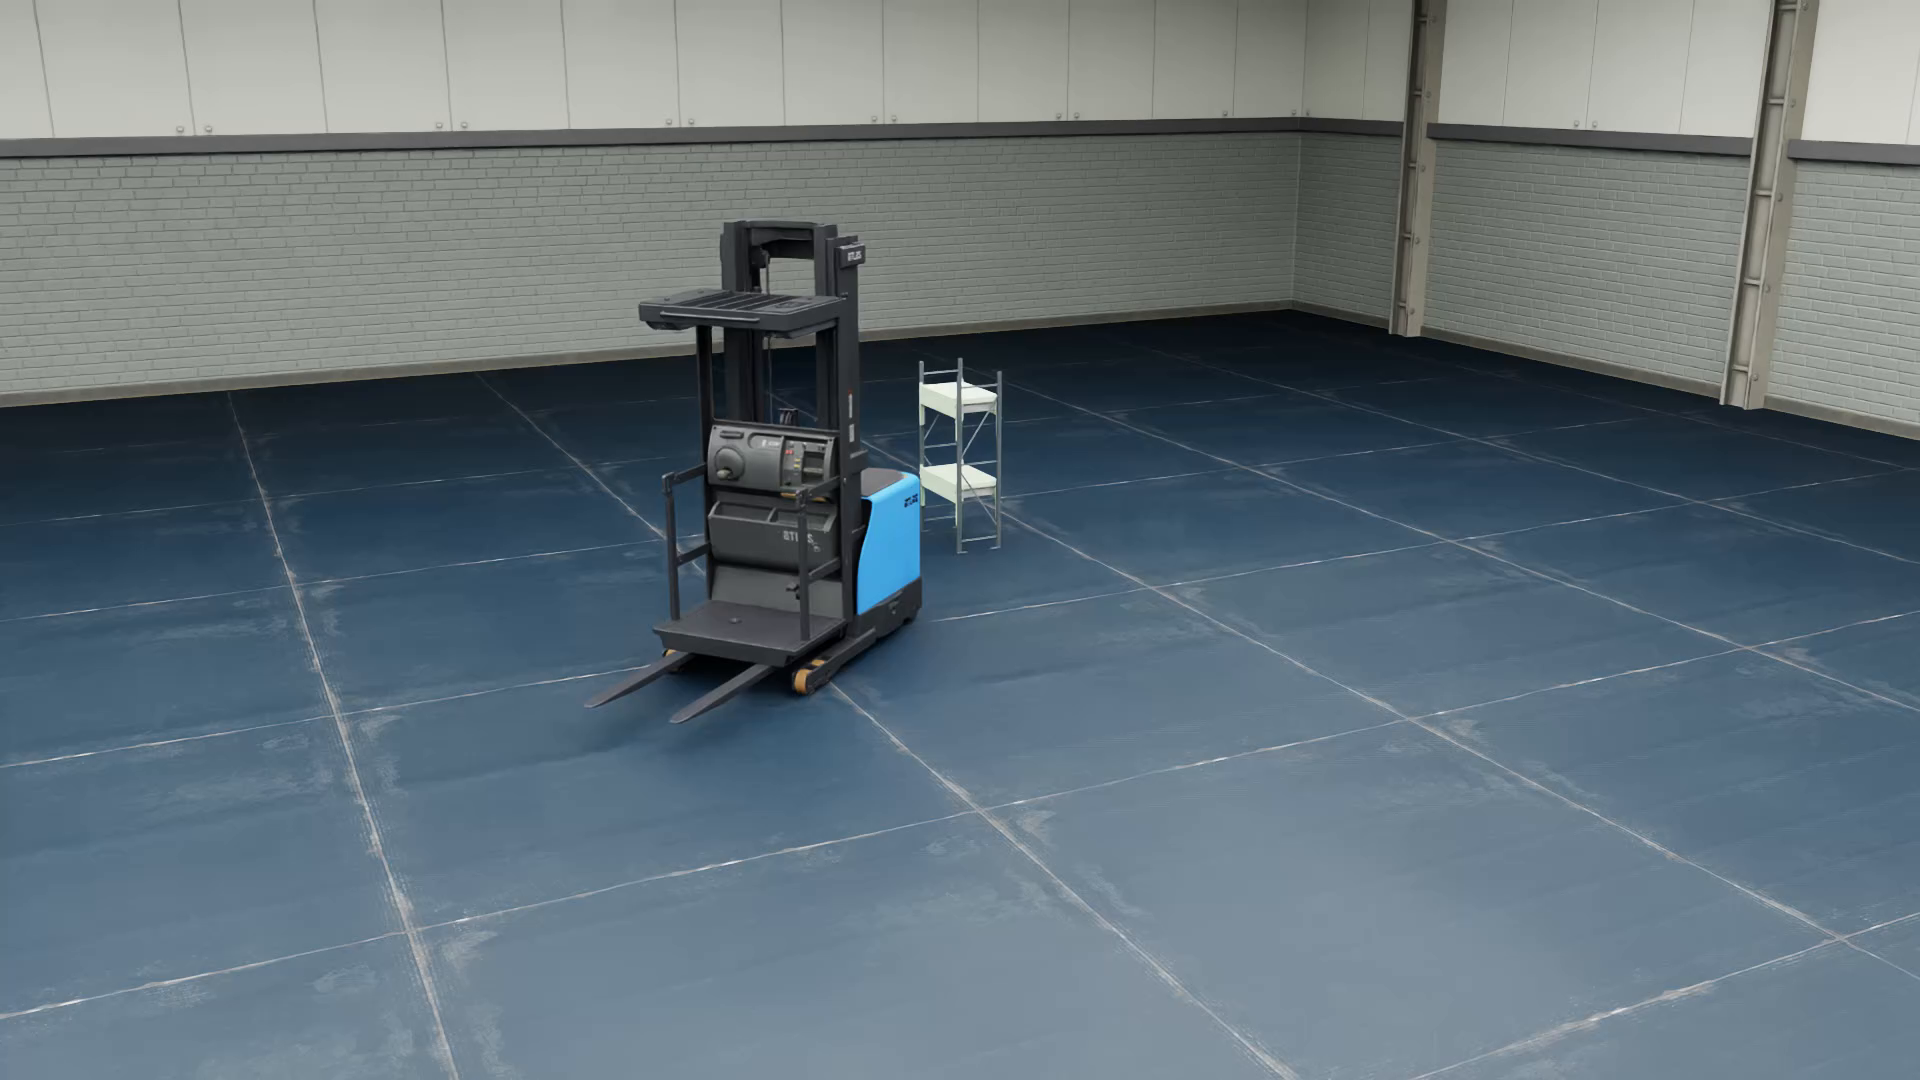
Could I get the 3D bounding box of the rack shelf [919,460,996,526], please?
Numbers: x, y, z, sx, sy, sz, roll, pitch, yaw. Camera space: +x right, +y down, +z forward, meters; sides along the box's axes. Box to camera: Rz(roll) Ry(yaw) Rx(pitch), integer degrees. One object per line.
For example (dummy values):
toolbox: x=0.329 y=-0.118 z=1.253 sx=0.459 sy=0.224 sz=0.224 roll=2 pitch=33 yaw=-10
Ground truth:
rack shelf: x=-0.003 y=-0.409 z=14.139 sx=0.431 sy=0.370 sz=0.720 roll=-8 pitch=18 yaw=-25

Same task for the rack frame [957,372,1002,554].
rack frame: x=0.157 y=-0.632 z=13.733 sx=0.400 sy=1.500 sz=0.023 roll=-8 pitch=18 yaw=-25

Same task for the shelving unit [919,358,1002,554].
shelving unit: x=-0.003 y=-0.723 z=14.050 sx=0.431 sy=1.500 sz=0.755 roll=-8 pitch=18 yaw=-25

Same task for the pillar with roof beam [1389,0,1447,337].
pillar with roof beam: x=2.824 y=-6.894 z=21.958 sx=9.100 sy=9.000 sz=0.400 roll=-8 pitch=18 yaw=-25

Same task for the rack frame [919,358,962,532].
rack frame: x=-0.163 y=-0.813 z=14.366 sx=0.400 sy=1.500 sz=0.023 roll=-8 pitch=18 yaw=-25

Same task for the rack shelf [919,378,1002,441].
rack shelf: x=-0.003 y=-1.098 z=13.942 sx=0.431 sy=0.370 sz=0.720 roll=-8 pitch=18 yaw=-25

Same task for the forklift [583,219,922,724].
forklift: x=-1.340 y=-0.543 z=10.828 sx=1.130 sy=2.935 sz=3.031 roll=7 pitch=17 yaw=23

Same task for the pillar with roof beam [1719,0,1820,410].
pillar with roof beam: x=5.453 y=-5.406 z=16.774 sx=9.100 sy=9.000 sz=0.400 roll=-8 pitch=18 yaw=-25
